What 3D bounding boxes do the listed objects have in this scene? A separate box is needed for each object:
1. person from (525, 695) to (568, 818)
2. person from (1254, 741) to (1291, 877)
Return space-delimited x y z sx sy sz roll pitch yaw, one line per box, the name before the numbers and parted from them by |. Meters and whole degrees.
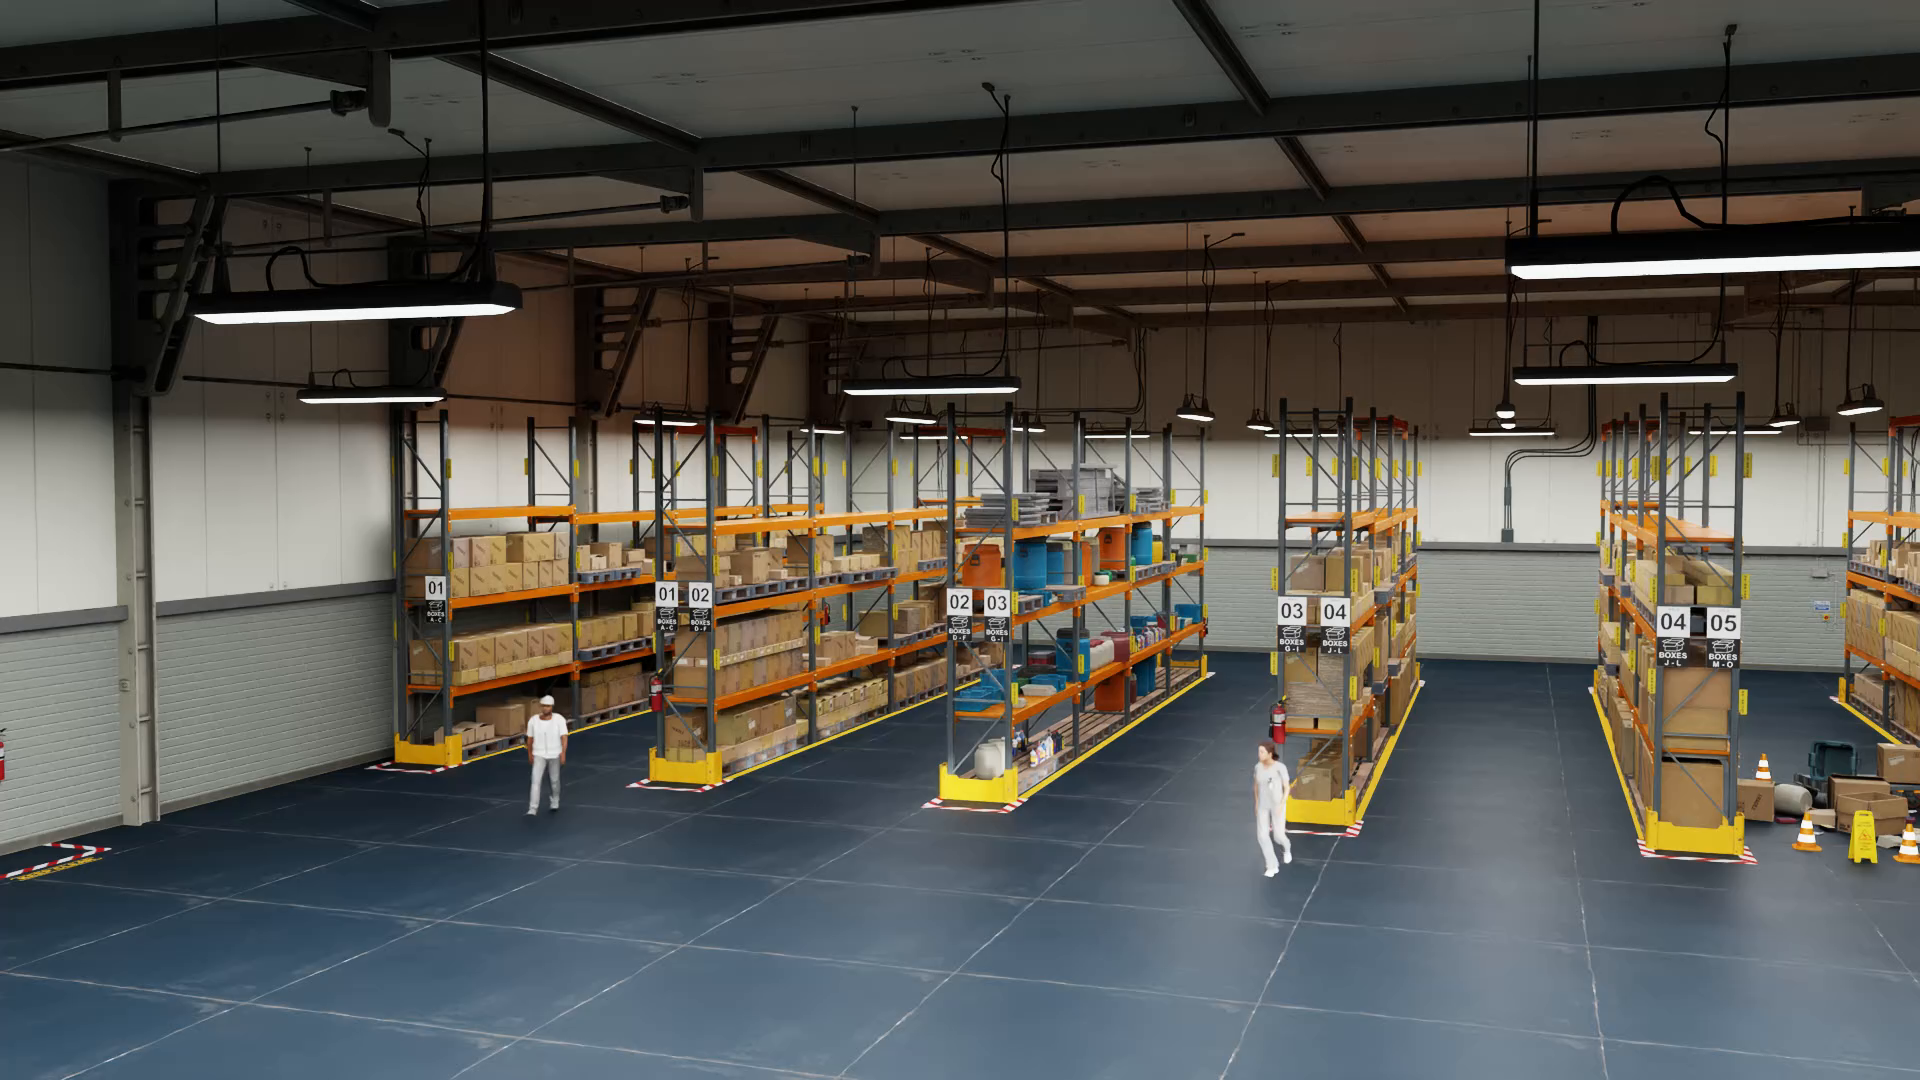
person | -5.957 3.097 23.945 0.606 1.696 1.081 -1 3 -14
person | 3.868 3.304 20.602 0.496 1.640 0.628 1 3 31
